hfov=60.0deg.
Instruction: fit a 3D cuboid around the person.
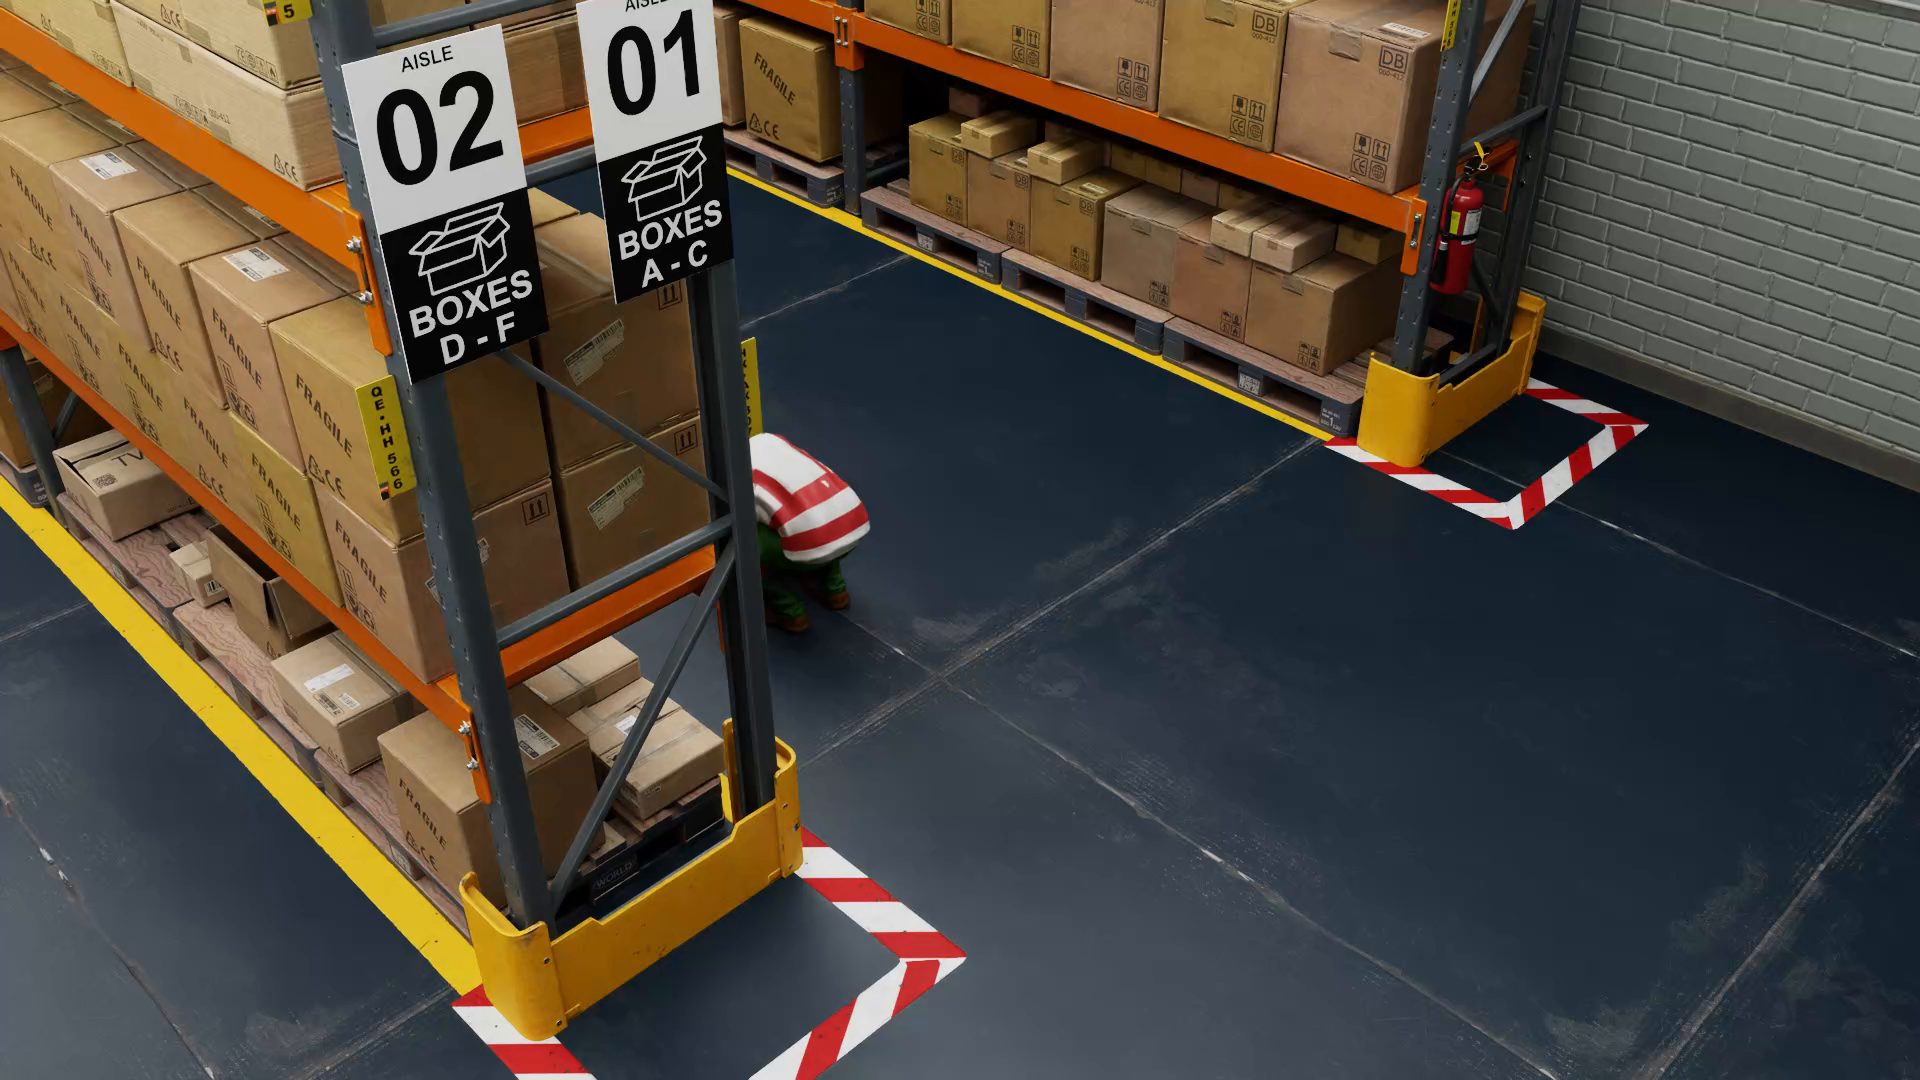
[{"bbox_3d":[-0.812,-0.064,7.145,0.941,0.830,0.536,29,44,34],"label":"person"}]
